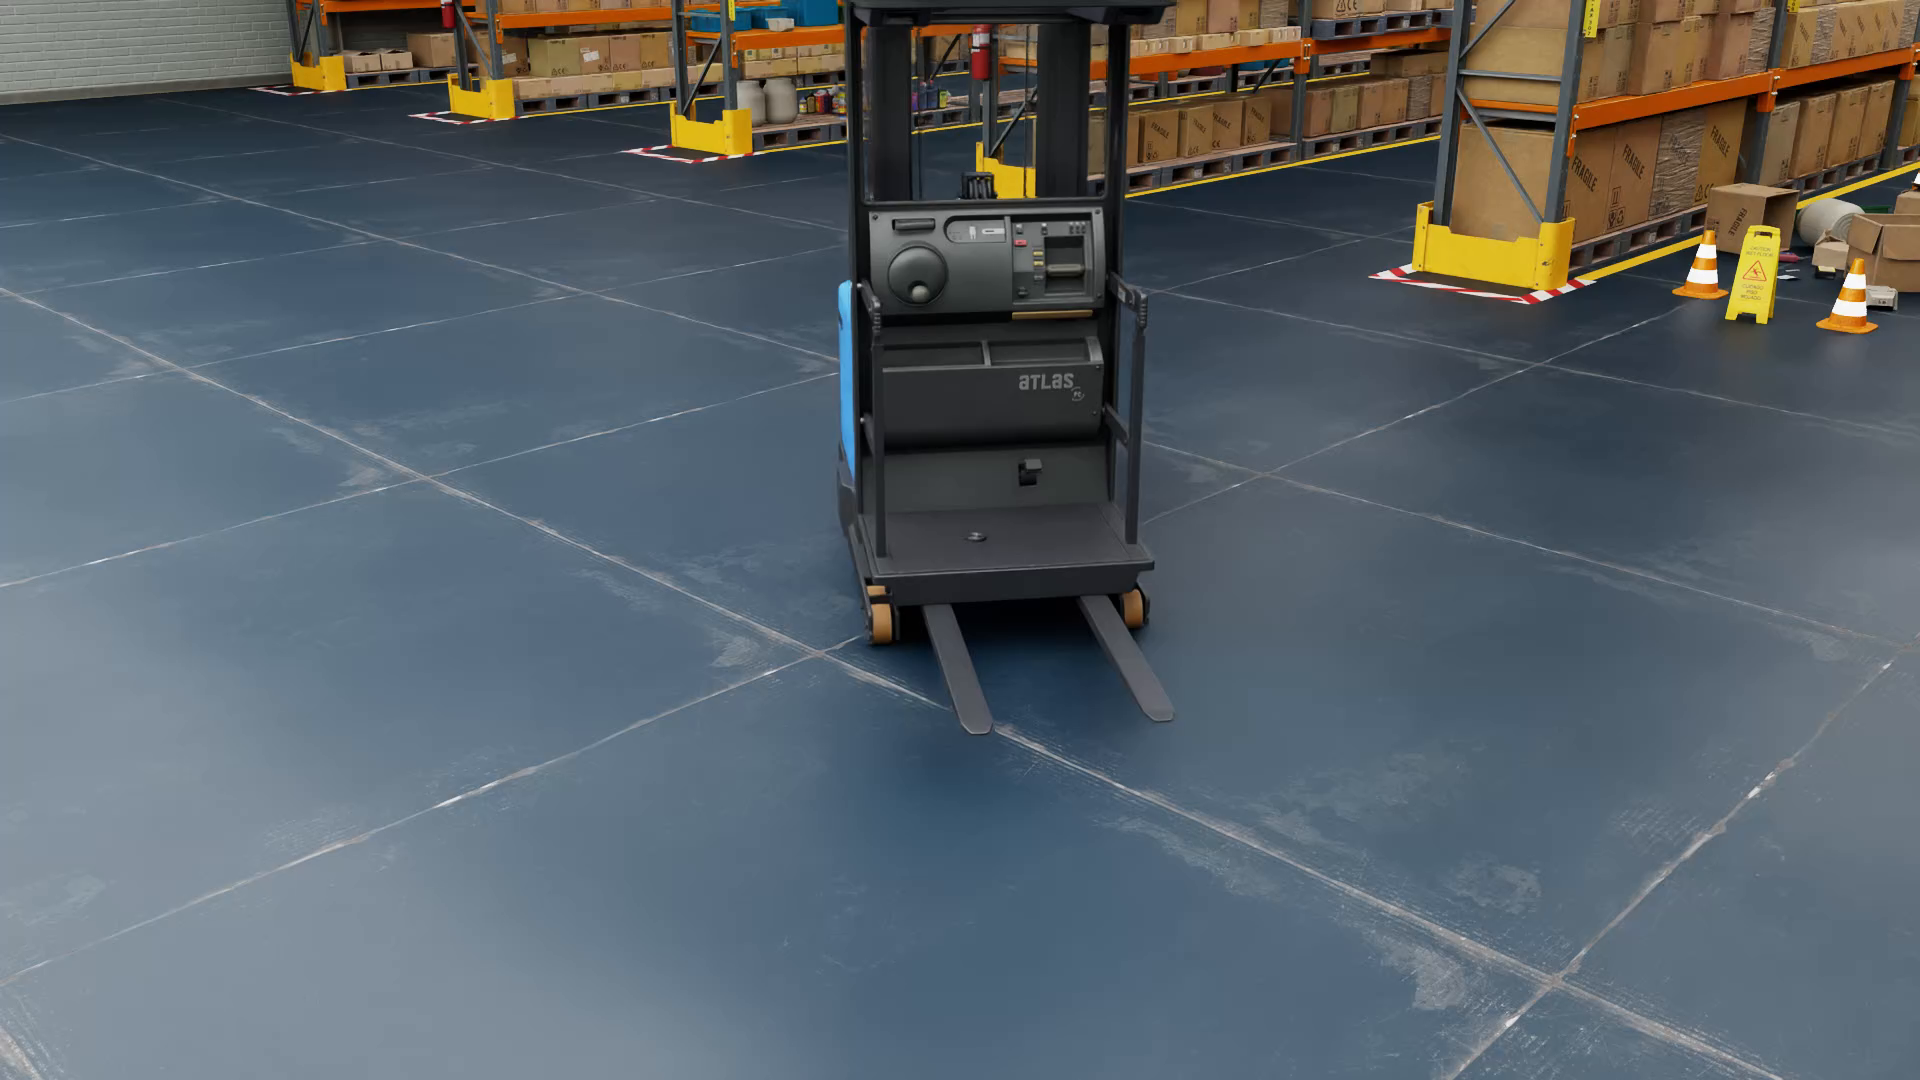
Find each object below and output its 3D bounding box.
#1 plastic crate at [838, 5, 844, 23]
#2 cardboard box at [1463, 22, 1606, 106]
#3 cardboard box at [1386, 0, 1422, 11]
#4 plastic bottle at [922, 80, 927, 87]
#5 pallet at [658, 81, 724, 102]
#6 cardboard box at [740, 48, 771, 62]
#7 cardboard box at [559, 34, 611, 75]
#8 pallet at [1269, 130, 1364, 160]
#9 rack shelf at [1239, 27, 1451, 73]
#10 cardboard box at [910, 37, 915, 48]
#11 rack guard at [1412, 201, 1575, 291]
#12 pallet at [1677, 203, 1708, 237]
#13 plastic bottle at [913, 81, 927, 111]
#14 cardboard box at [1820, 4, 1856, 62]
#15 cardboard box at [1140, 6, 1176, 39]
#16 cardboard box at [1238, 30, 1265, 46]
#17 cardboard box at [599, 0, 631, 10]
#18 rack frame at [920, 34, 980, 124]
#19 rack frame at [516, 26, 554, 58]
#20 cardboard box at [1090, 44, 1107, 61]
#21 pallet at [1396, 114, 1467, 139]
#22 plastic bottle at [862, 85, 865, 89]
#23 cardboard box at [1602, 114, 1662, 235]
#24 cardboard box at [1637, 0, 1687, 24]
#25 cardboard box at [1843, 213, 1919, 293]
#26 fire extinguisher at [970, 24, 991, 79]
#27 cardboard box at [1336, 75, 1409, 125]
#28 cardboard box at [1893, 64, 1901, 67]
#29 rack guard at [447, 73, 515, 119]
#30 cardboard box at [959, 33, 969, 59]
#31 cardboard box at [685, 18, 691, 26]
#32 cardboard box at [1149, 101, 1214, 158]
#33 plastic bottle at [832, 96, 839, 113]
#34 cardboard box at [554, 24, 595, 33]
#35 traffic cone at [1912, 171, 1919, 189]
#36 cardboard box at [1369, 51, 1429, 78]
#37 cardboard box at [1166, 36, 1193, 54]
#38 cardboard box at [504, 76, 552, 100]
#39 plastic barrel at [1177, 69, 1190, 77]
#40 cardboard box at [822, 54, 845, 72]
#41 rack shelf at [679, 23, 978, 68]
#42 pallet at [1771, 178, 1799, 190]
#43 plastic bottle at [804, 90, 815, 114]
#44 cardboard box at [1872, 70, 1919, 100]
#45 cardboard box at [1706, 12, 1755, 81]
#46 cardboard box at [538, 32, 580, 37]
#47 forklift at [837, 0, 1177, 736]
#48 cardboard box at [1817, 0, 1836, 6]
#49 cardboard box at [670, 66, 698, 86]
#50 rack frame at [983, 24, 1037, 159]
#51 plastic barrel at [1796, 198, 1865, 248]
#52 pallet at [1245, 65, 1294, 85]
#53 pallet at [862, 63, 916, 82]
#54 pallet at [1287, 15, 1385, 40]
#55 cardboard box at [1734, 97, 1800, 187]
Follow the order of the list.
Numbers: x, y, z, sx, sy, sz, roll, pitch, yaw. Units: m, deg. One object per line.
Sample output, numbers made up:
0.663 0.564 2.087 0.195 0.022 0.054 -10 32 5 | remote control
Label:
-1.288 -6.606 20.875 0.450 0.188 0.662 19 28 41 | plastic crate
4.329 -3.624 12.614 0.875 0.550 0.550 19 28 41 | cardboard box
5.230 -6.408 19.669 0.396 0.266 0.258 18 28 39 | cardboard box
-0.485 -5.750 21.433 0.144 0.351 0.185 19 28 41 | plastic bottle
-4.270 -6.728 24.785 1.003 0.211 1.213 19 28 41 | pallet
-3.219 -7.442 25.220 0.500 0.311 0.500 19 28 41 | cardboard box
-5.255 -6.801 23.289 0.500 0.500 0.500 19 28 41 | cardboard box
3.952 -4.642 19.358 1.003 0.211 1.213 19 28 41 | pallet
4.805 -5.921 19.802 1.077 0.370 4.000 19 28 41 | rack shelf
-1.084 -8.230 27.271 0.500 0.311 0.500 -19 28 -41 | cardboard box
4.086 -2.275 12.796 1.175 0.500 0.348 19 28 41 | rack guard
6.306 -2.998 15.081 1.003 0.211 1.213 19 28 41 | pallet
-0.516 -5.665 21.211 0.144 0.351 0.185 18 27 38 | plastic bottle
8.155 -4.848 15.868 0.500 0.500 0.500 19 28 40 | cardboard box
1.665 -5.311 16.658 0.875 0.500 0.500 19 28 41 | cardboard box
2.977 -5.294 17.517 0.380 0.149 0.250 19 28 41 | cardboard box
-5.063 -7.757 23.437 0.500 0.500 0.700 -19 28 -40 | cardboard box
-0.139 -6.983 21.561 1.000 3.000 0.127 19 28 41 | rack frame
-7.237 -9.462 28.012 1.000 3.000 0.127 19 28 41 | rack frame
1.177 -4.671 15.896 0.380 0.149 0.250 19 28 41 | cardboard box
5.654 -5.269 20.989 1.003 0.211 1.213 19 28 41 | pallet
-1.276 -5.736 21.490 0.133 0.283 0.061 -19 28 -40 | plastic bottle
5.141 -3.069 13.755 0.875 0.875 0.875 19 28 40 | cardboard box
5.195 -4.382 13.079 0.875 0.550 0.550 19 28 41 | cardboard box
7.131 -2.155 12.479 0.797 0.503 0.637 2 21 4 | cardboard box
0.209 -4.765 15.898 0.296 0.674 0.183 19 28 41 | fire extinguisher
4.979 -5.339 20.156 0.500 0.500 0.700 -17 27 -38 | cardboard box
10.683 -5.384 19.255 0.500 0.250 0.500 -19 28 -41 | cardboard box
-6.493 -6.022 22.546 1.175 0.500 0.348 19 28 41 | rack guard
-0.012 -8.472 28.306 0.500 0.500 0.500 18 27 39 | cardboard box
-4.912 -9.331 30.541 0.500 0.500 0.700 -20 29 -41 | cardboard box
2.331 -4.351 17.613 0.500 0.500 0.500 16 26 36 | cardboard box
-1.568 -5.503 20.997 0.097 0.201 0.097 0 21 0 | plastic bottle
-6.736 -8.694 28.885 0.500 0.500 0.700 -19 28 -40 | cardboard box
8.910 -3.258 15.407 0.336 0.463 0.334 19 28 41 | traffic cone
5.391 -5.841 20.417 0.500 0.250 0.500 -16 26 -36 | cardboard box
2.105 -4.973 16.681 0.380 0.149 0.250 19 28 41 | cardboard box
-5.942 -6.190 22.745 0.500 0.250 0.500 19 28 41 | cardboard box
3.310 -7.343 25.381 0.421 0.512 0.421 0 21 0 | plastic barrel
-2.154 -7.573 26.344 0.500 0.250 0.500 -20 28 -41 | cardboard box
-1.534 -6.133 20.352 1.077 0.370 4.000 19 28 41 | rack shelf
7.377 -3.391 16.104 1.003 0.211 1.213 19 28 41 | pallet
-1.894 -5.508 20.898 0.133 0.283 0.061 -19 28 -41 | plastic bottle
10.338 -5.000 18.256 0.500 0.250 0.500 18 27 38 | cardboard box
6.277 -4.301 14.374 0.875 0.550 0.550 19 28 41 | cardboard box
-5.628 -6.931 23.628 0.500 0.500 0.500 19 28 41 | cardboard box
0.143 -1.092 6.331 1.130 2.935 3.031 -3 21 -8 | forklift
7.945 -5.381 15.860 0.700 0.500 0.500 20 28 41 | cardboard box
-4.208 -6.836 24.426 0.500 0.250 0.500 19 28 41 | cardboard box
0.619 -4.715 15.661 1.000 3.000 0.127 19 28 41 | rack frame
7.201 -2.598 13.743 0.421 0.421 0.512 -2 21 -5 | plastic barrel
4.874 -7.550 26.923 1.003 0.211 1.213 19 28 41 | pallet
-1.497 -7.748 27.439 1.003 0.211 1.213 19 28 41 | pallet
4.047 -5.814 18.787 1.003 0.211 1.213 19 28 41 | pallet
7.261 -3.804 15.840 1.050 0.750 0.750 19 28 40 | cardboard box
